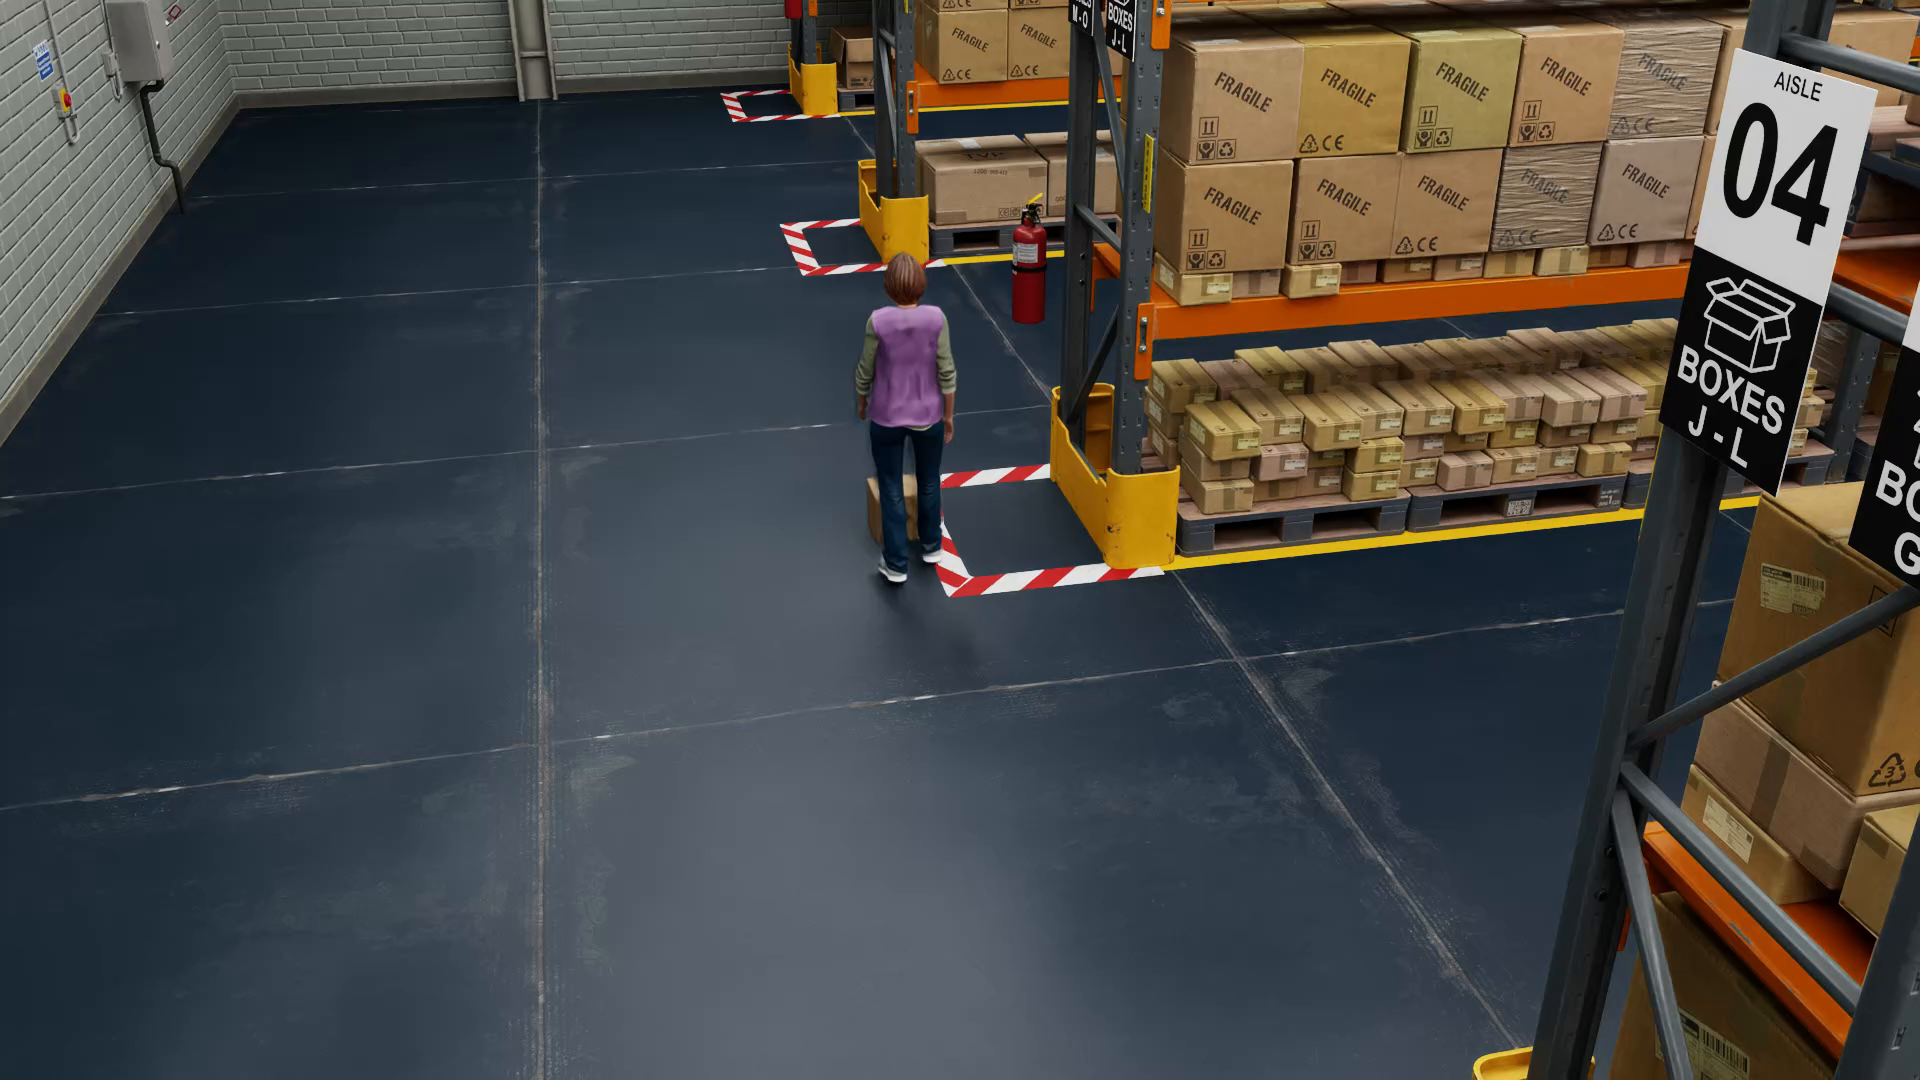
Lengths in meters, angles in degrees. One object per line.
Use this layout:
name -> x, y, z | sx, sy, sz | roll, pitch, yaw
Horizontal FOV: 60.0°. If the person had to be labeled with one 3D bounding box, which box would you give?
person -> -0.260, -0.582, 7.743 | 0.455, 1.609, 0.461 | -4, 27, -8
